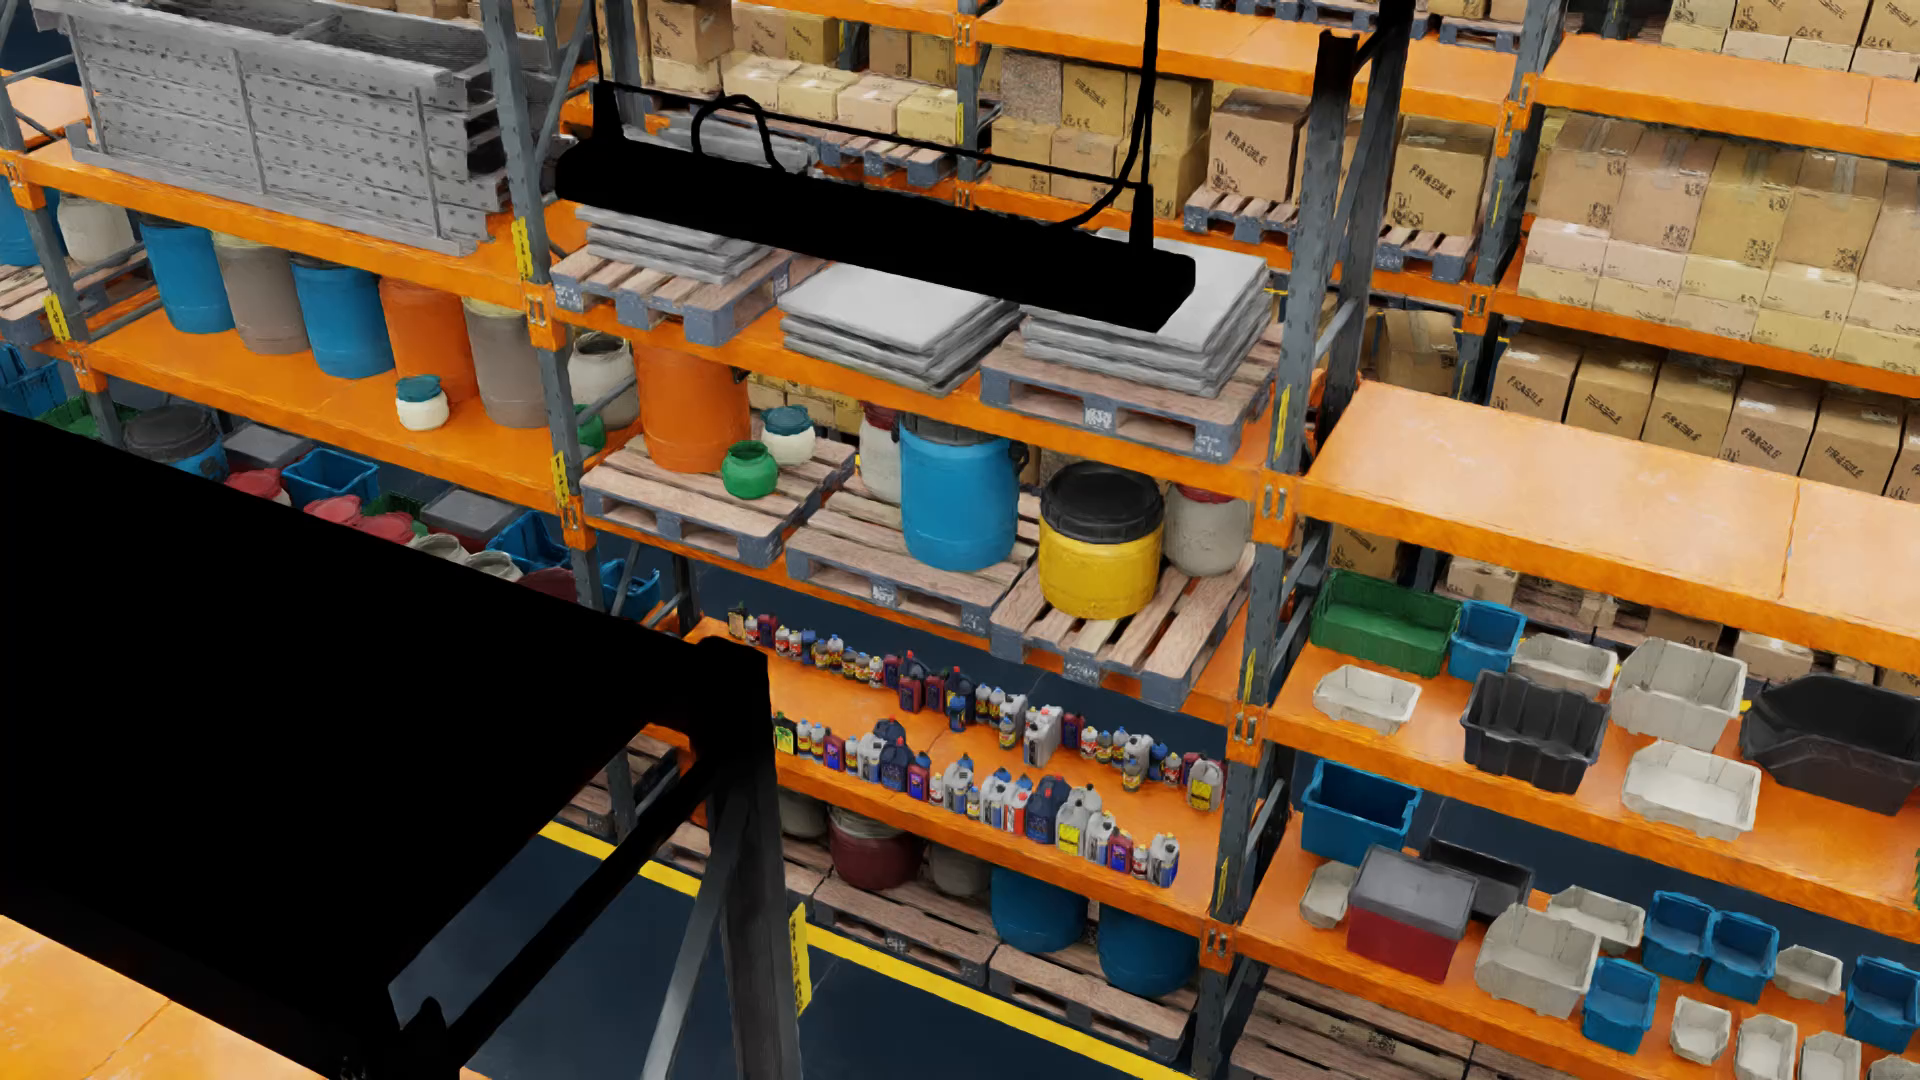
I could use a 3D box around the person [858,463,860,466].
[{"bbox_3d":[-0.574,-0.498,13.082,1.033,1.708,0.571,11,37,15],"label":"person"}]
